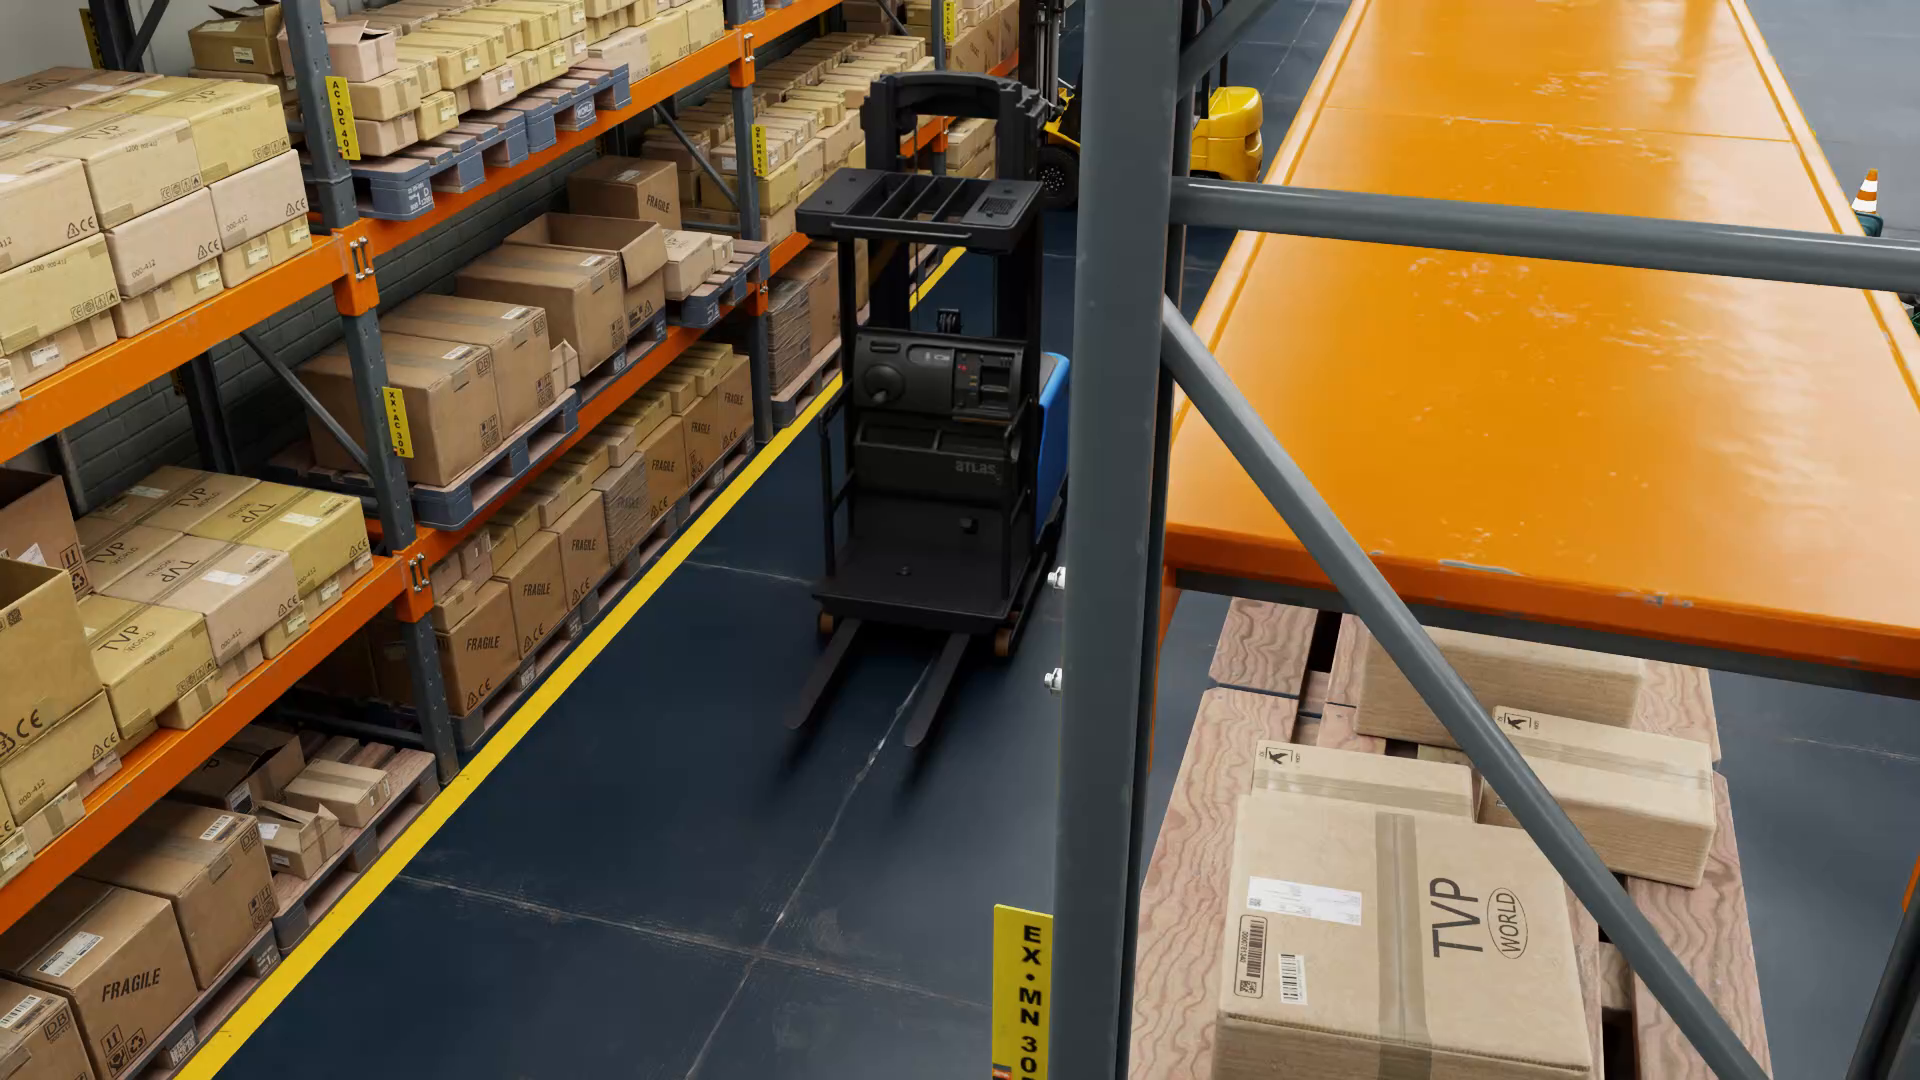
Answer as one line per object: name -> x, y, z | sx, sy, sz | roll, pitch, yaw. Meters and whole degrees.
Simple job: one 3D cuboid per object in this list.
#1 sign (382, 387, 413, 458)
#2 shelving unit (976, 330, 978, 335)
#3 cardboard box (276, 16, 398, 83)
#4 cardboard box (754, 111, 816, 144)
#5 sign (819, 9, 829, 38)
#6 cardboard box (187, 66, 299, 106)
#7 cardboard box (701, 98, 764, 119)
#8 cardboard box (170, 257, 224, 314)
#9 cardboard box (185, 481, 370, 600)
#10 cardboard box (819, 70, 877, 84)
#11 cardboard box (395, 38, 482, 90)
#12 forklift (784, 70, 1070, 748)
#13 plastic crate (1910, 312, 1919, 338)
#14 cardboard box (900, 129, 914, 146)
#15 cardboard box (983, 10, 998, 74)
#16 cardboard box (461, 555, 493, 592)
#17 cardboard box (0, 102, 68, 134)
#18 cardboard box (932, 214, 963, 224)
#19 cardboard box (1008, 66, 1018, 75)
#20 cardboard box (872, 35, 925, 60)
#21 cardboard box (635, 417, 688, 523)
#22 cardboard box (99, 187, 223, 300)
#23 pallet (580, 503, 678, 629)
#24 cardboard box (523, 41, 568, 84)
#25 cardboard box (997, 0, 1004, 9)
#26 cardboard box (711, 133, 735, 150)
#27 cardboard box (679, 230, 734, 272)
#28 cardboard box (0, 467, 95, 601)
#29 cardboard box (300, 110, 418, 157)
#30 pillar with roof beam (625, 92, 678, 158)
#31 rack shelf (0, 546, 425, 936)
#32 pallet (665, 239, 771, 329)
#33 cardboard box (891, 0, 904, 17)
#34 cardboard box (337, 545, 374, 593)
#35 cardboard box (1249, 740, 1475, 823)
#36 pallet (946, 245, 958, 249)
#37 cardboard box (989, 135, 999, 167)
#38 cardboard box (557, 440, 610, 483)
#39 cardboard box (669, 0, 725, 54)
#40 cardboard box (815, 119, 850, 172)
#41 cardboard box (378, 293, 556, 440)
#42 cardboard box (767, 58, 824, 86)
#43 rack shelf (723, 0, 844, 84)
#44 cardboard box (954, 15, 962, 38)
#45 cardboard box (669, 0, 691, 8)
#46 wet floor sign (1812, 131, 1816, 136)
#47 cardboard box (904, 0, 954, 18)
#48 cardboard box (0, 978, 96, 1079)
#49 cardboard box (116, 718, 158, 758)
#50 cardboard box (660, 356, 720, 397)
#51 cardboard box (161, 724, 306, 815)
sign -> -2.445, -0.509, 7.225 | 0.100, 0.325, 0.005 | 8, 30, 15
shelving unit -> 0.167, -0.802, 10.646 | 0.215, 1.050, 0.252 | 7, 30, 12
cardboard box -> -2.543, -2.034, 6.763 | 0.396, 0.266, 0.258 | 8, 30, 14
cardboard box -> -1.224, -2.868, 11.585 | 0.380, 0.149, 0.250 | 9, 30, 15
sign -> -1.148, -4.414, 14.163 | 0.100, 0.325, 0.005 | 8, 30, 15
cardboard box -> -2.989, -1.919, 6.982 | 0.380, 0.149, 0.250 | 8, 30, 14
cardboard box -> -1.629, -3.055, 11.921 | 0.380, 0.149, 0.250 | 8, 30, 15
cardboard box -> -2.951, -0.960, 6.098 | 0.380, 0.149, 0.250 | 10, 30, 17
cardboard box -> -2.882, 0.002, 7.044 | 0.500, 0.250, 0.500 | 9, 30, 16
cardboard box -> -0.852, -3.461, 12.652 | 0.380, 0.149, 0.250 | 9, 30, 15
cardboard box -> -2.333, -2.085, 7.280 | 0.380, 0.149, 0.250 | 8, 30, 14
forklift -> -0.170, -0.839, 8.778 | 1.130, 2.935, 3.031 | 7, 30, 12
plastic crate -> 7.689, -1.621, 12.947 | 0.662, 0.188, 0.450 | -24, 47, -37
cardboard box -> -0.658, -3.351, 13.378 | 0.500, 0.250, 0.500 | 8, 30, 15
cardboard box -> 0.047, -4.615, 15.393 | 0.500, 0.500, 0.500 | 8, 30, 14
cardboard box -> -2.599, 0.152, 8.399 | 0.380, 0.149, 0.250 | 8, 30, 13
cardboard box -> -3.520, -1.366, 5.904 | 0.500, 0.250, 0.500 | 8, 30, 13
cardboard box -> -0.159, -3.082, 15.137 | 0.500, 0.250, 0.500 | 9, 30, 15
cardboard box -> 0.575, -4.704, 17.023 | 0.500, 0.250, 0.500 | 9, 30, 16
cardboard box -> -0.505, -4.060, 13.727 | 0.380, 0.149, 0.250 | 10, 30, 17
cardboard box -> -2.018, -0.453, 10.154 | 0.500, 0.500, 0.500 | 10, 31, 17
cardboard box -> -3.010, -1.077, 5.899 | 0.500, 0.250, 0.500 | 7, 30, 13
pallet -> -2.407, 0.061, 9.958 | 1.003, 0.211, 1.213 | 8, 30, 15
cardboard box -> -2.117, -2.307, 7.985 | 0.380, 0.149, 0.250 | 9, 30, 16
cardboard box -> 0.200, -5.076, 15.555 | 0.380, 0.149, 0.250 | 8, 30, 14
cardboard box -> -1.777, -2.703, 11.699 | 0.500, 0.250, 0.500 | 9, 30, 15
cardboard box -> -1.618, -1.778, 10.222 | 0.380, 0.149, 0.250 | 9, 30, 16
cardboard box -> -3.657, 0.057, 6.174 | 0.500, 0.500, 0.500 | 8, 30, 13
cardboard box -> -2.498, -1.715, 6.921 | 0.380, 0.149, 0.250 | 9, 30, 16
pillar with roof beam -> 1.845, -4.806, 9.667 | 9.100, 9.000, 0.400 | 8, 30, 15
rack shelf -> -3.553, 1.039, 6.072 | 1.077, 0.370, 4.000 | 8, 30, 15
pallet -> -1.923, -1.655, 10.372 | 1.213, 0.211, 1.003 | 8, 30, 15
cardboard box -> -0.699, -4.682, 14.540 | 0.380, 0.149, 0.250 | 8, 30, 14
cardboard box -> -2.818, 0.089, 7.298 | 0.380, 0.149, 0.250 | 9, 30, 16
cardboard box -> 0.699, 0.504, 2.932 | 0.380, 0.149, 0.250 | 6, 30, 11
pallet -> -0.344, -3.068, 15.583 | 1.003, 0.211, 1.213 | 8, 30, 15
cardboard box -> 0.124, -3.770, 15.859 | 0.500, 0.250, 0.500 | 8, 30, 14
cardboard box -> -2.231, -0.454, 9.487 | 0.380, 0.149, 0.250 | 9, 30, 15
cardboard box -> -1.710, -3.036, 9.726 | 0.500, 0.250, 0.500 | 7, 30, 13
cardboard box -> -1.109, -2.861, 11.983 | 0.500, 0.250, 0.500 | 8, 30, 14
cardboard box -> -2.458, -0.866, 8.221 | 0.700, 0.500, 0.500 | 9, 30, 15
cardboard box -> -1.281, -3.650, 12.991 | 0.380, 0.149, 0.250 | 8, 30, 15
rack shelf -> -1.204, -3.990, 12.026 | 1.077, 0.370, 4.000 | 8, 30, 15
cardboard box -> -0.198, -4.481, 14.485 | 0.380, 0.149, 0.250 | 9, 30, 16
cardboard box -> -1.760, -3.167, 9.551 | 0.380, 0.149, 0.250 | 8, 30, 14
wet floor sign -> 8.180, -3.683, 16.242 | 0.267, 0.644, 0.232 | 3, 29, 6
cardboard box -> -0.267, -4.623, 14.433 | 0.380, 0.149, 0.250 | 9, 30, 16
cardboard box -> -3.581, 1.900, 5.923 | 0.700, 0.500, 0.500 | 10, 31, 17
cardboard box -> -3.260, 0.682, 6.232 | 0.380, 0.149, 0.250 | 9, 30, 16
cardboard box -> -1.745, -1.042, 10.544 | 0.380, 0.149, 0.250 | 7, 30, 12
cardboard box -> -3.385, 1.060, 7.628 | 0.500, 0.311, 0.500 | 10, 30, 17
